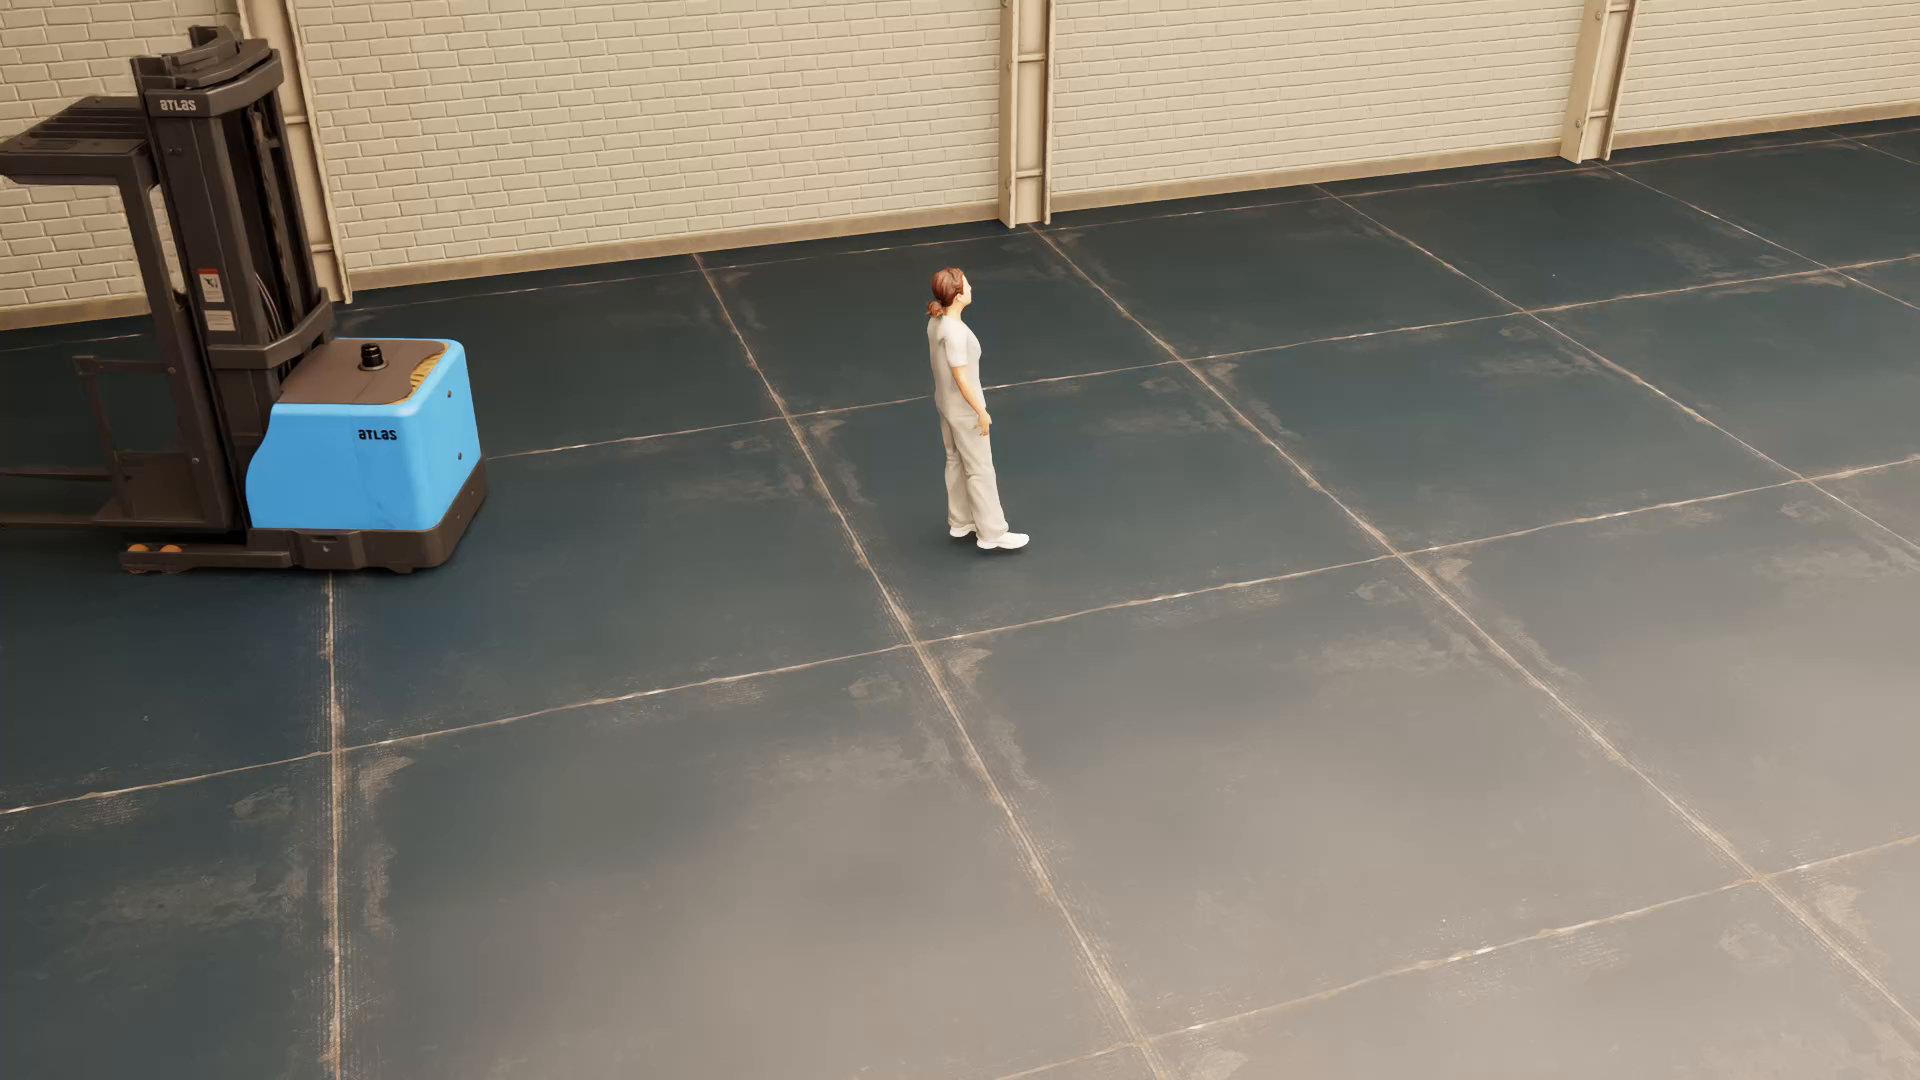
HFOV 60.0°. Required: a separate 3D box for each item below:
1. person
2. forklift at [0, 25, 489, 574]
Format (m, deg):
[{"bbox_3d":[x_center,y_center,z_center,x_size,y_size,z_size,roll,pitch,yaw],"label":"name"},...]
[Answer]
[{"bbox_3d":[0.074,-0.768,9.596,0.547,1.662,0.549,-10,31,-16],"label":"person"},{"bbox_3d":[-4.483,-1.334,9.405,3.031,2.935,1.130,1,30,2],"label":"forklift"}]
